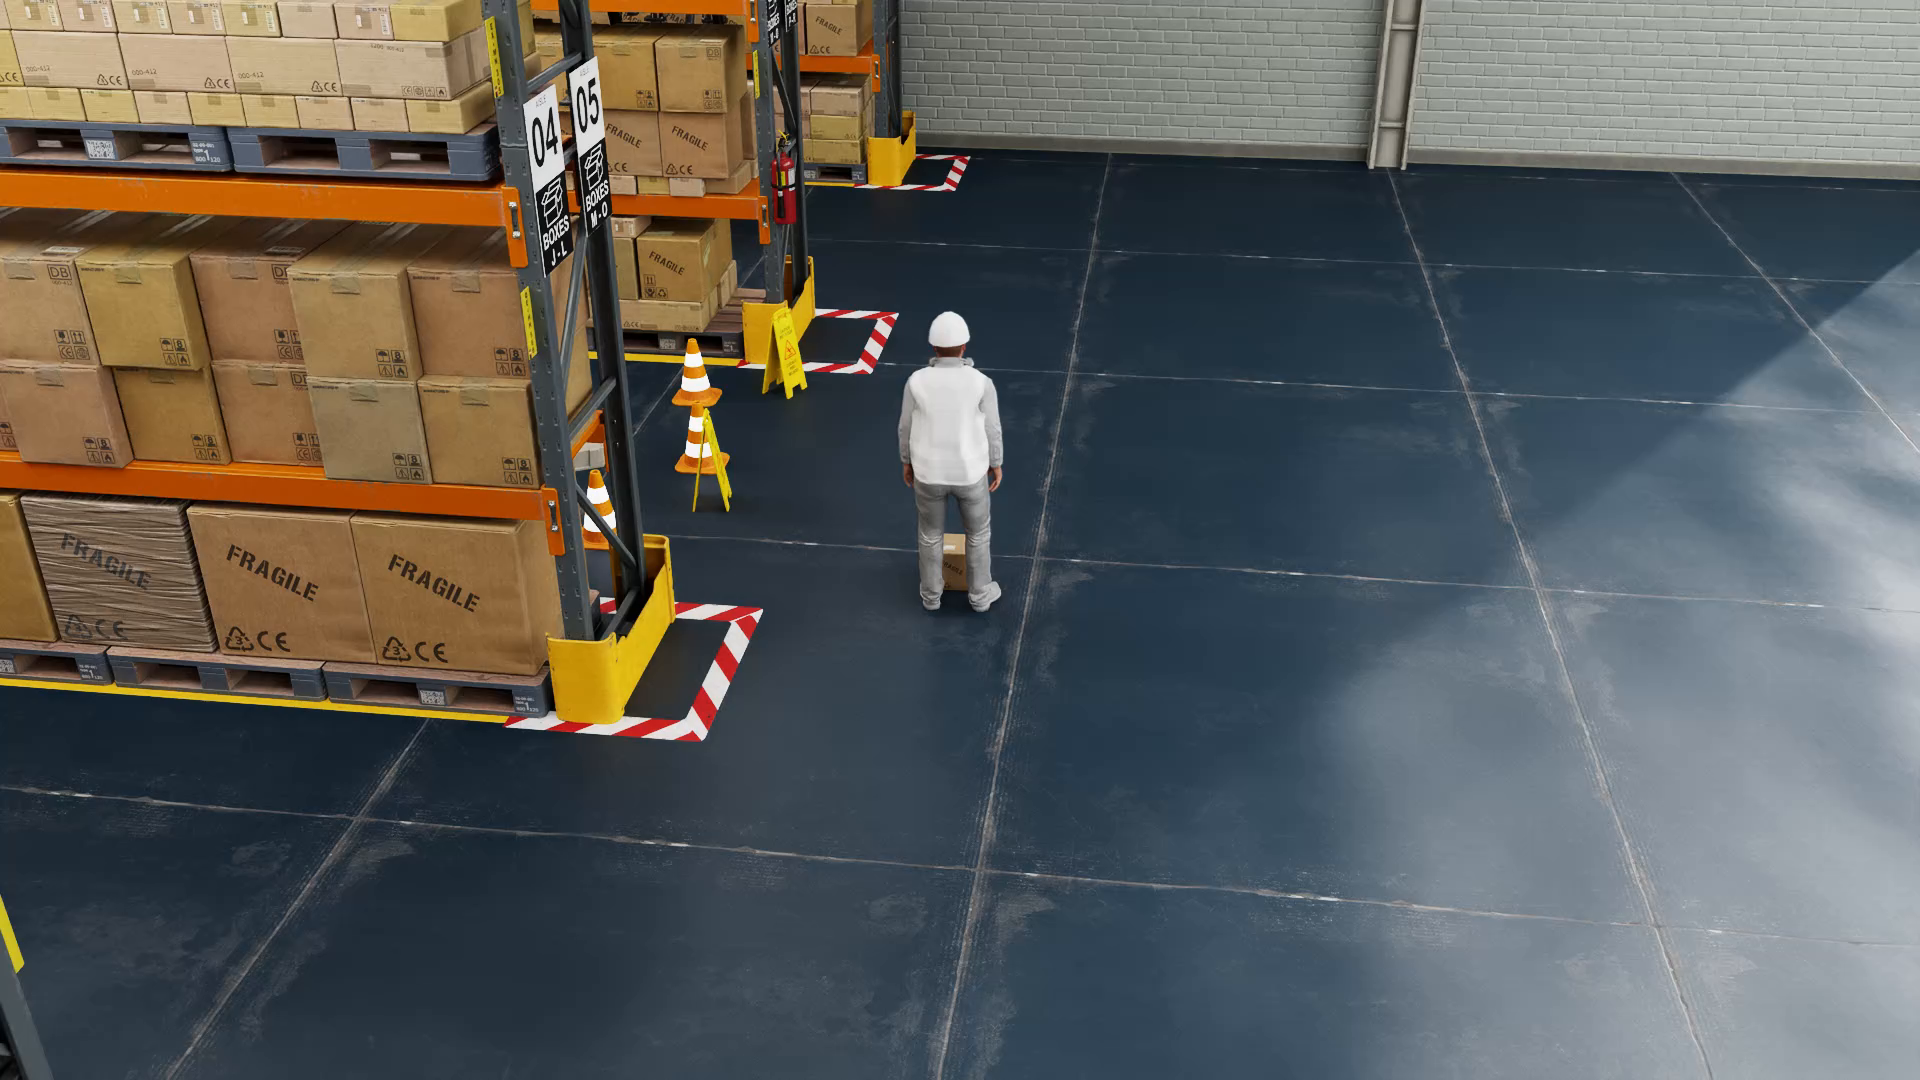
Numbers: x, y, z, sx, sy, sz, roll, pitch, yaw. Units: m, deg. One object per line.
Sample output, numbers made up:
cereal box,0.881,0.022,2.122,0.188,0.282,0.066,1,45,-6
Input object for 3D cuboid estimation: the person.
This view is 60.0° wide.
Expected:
person,-0.047,-0.418,9.375,0.581,1.771,0.465,3,28,6
